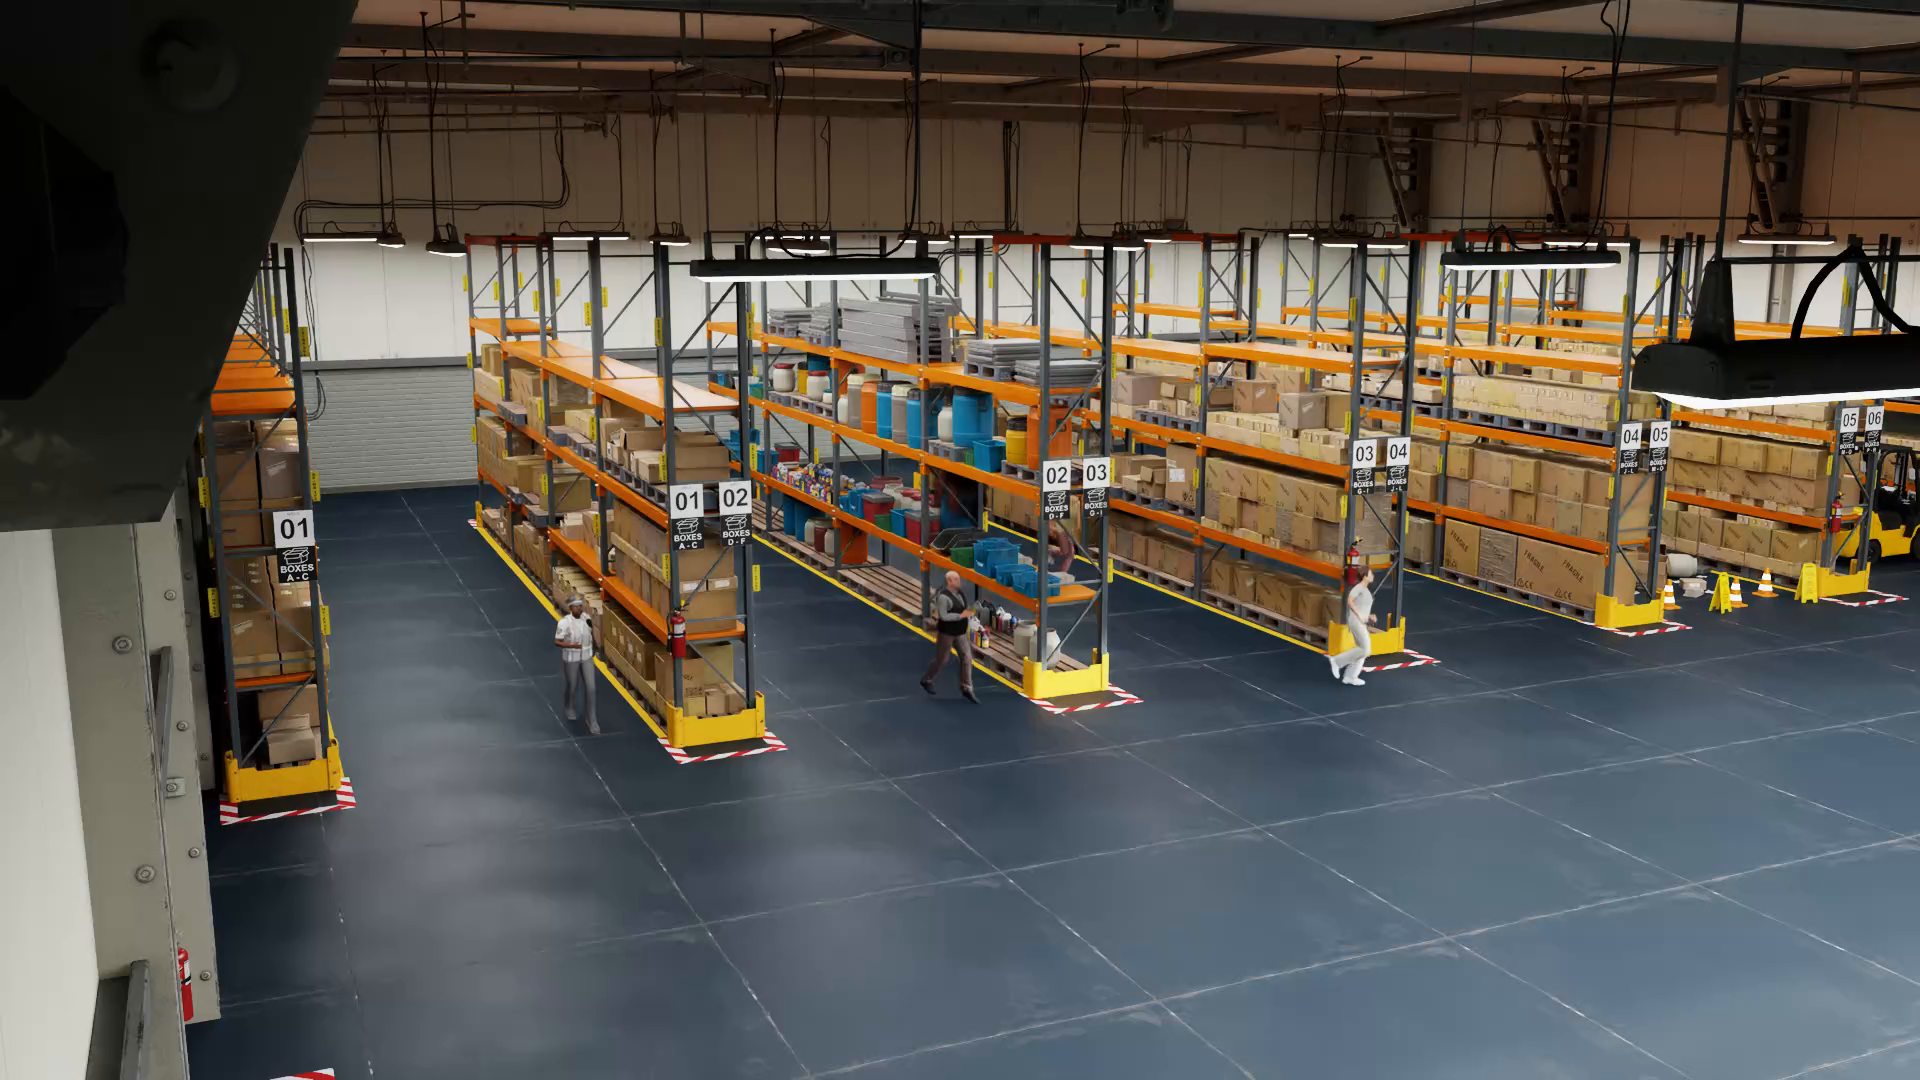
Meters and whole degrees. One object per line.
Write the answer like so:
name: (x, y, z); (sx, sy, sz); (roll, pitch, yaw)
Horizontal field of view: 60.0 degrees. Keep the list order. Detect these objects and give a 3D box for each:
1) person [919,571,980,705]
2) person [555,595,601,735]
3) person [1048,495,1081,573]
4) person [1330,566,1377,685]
person: (-0.138, 1.263, 21.966); (0.907, 1.753, 0.622); (8, 14, 36)
person: (-4.802, 1.513, 20.828); (0.569, 1.735, 0.851); (-6, 13, -29)
person: (1.755, -0.129, 28.164); (0.575, 1.610, 0.735); (-8, 14, -37)
person: (5.472, 1.156, 23.016); (0.578, 1.595, 0.649); (4, 12, 21)
